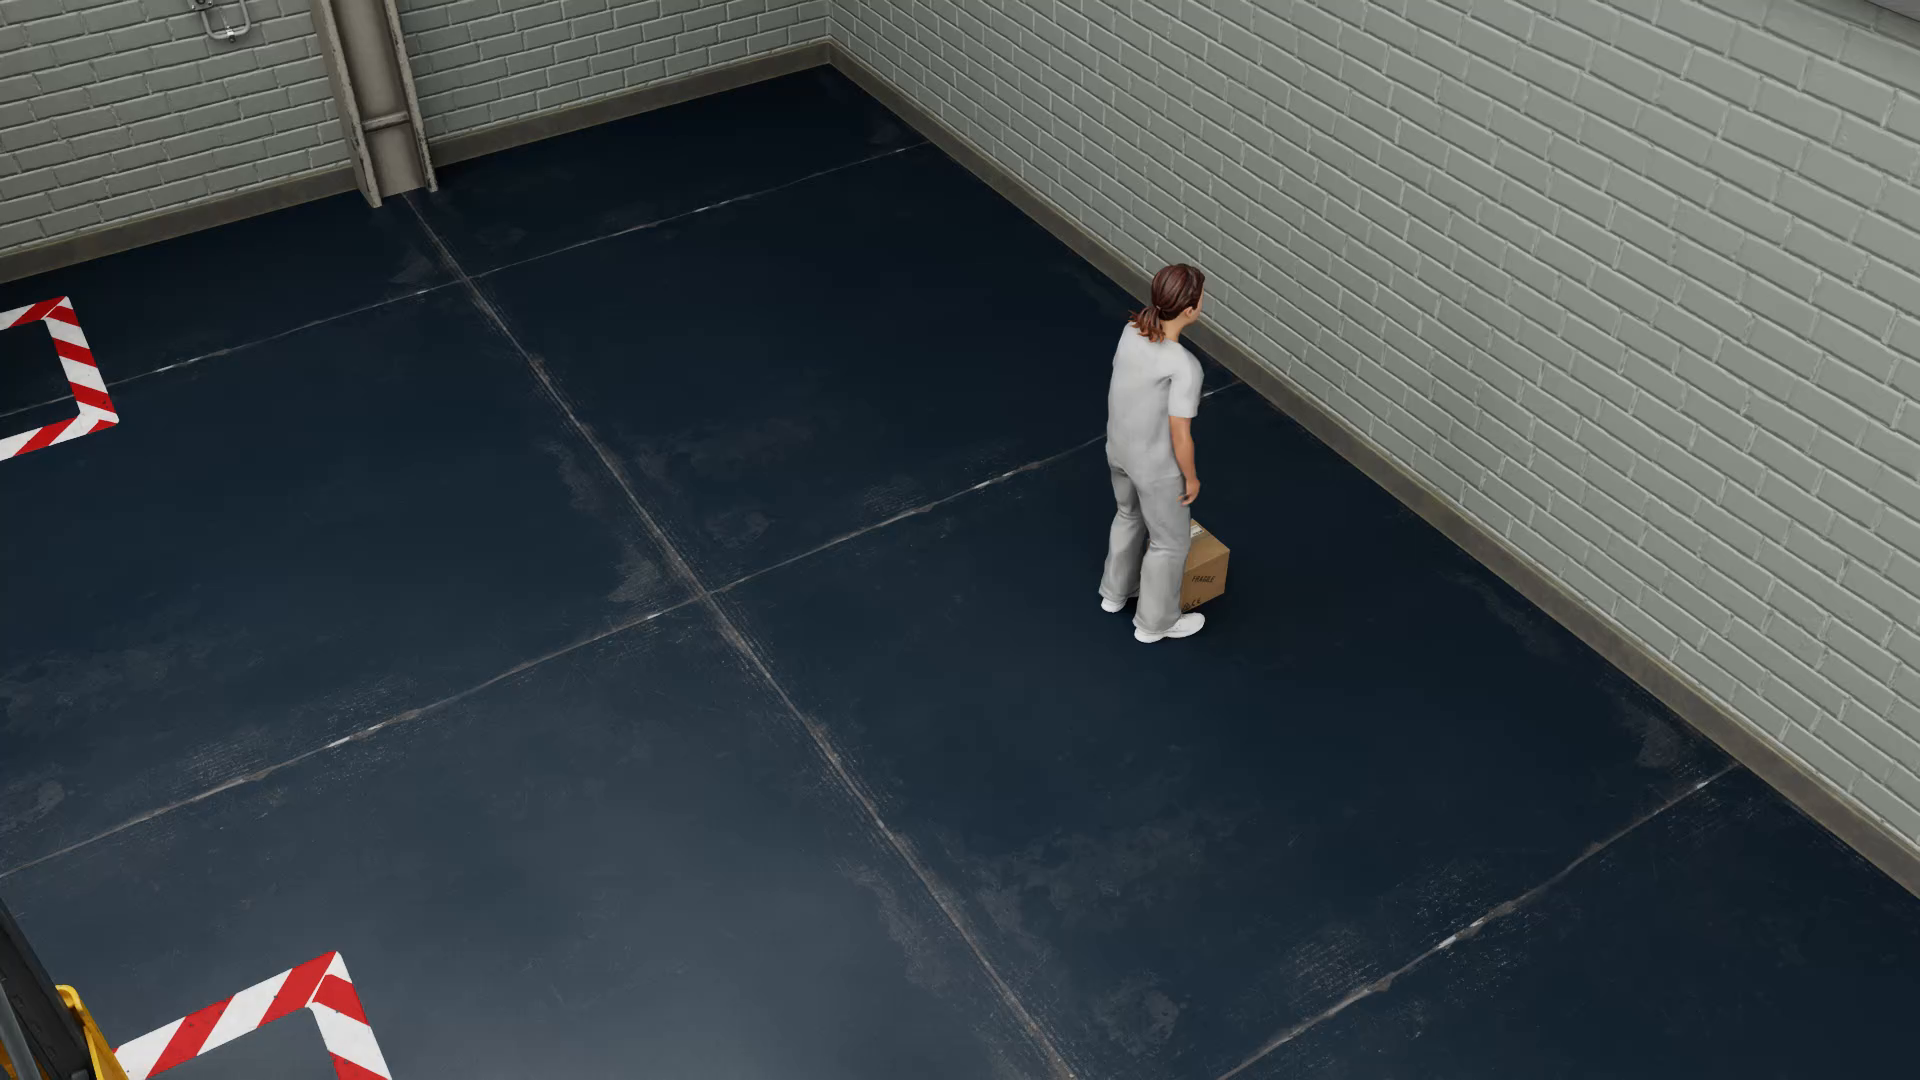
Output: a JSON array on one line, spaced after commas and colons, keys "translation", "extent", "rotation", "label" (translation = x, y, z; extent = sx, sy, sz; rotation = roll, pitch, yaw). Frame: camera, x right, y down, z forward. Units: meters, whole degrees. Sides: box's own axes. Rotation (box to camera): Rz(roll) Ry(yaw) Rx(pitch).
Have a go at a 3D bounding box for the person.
[{"translation": [0.764, -0.330, 6.539], "extent": [0.360, 1.672, 0.484], "rotation": [-23, 46, -24], "label": "person"}]
